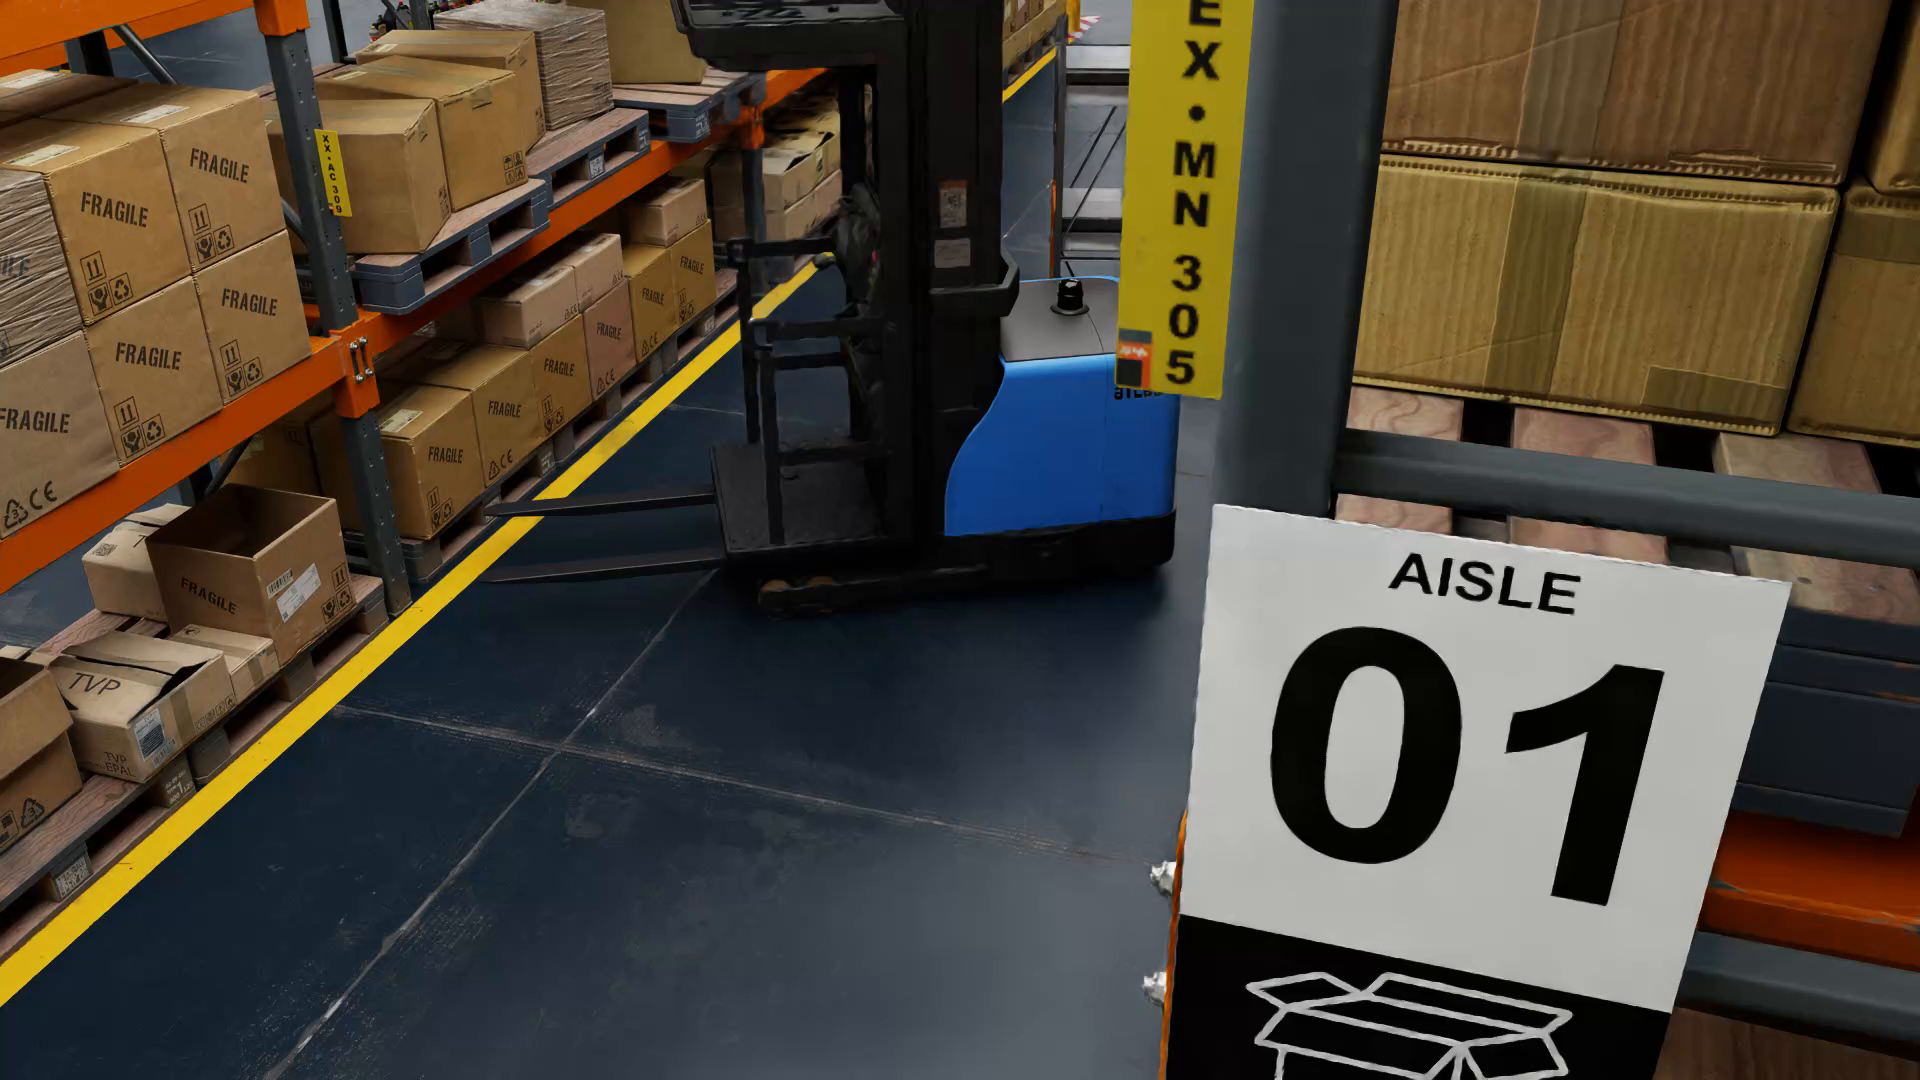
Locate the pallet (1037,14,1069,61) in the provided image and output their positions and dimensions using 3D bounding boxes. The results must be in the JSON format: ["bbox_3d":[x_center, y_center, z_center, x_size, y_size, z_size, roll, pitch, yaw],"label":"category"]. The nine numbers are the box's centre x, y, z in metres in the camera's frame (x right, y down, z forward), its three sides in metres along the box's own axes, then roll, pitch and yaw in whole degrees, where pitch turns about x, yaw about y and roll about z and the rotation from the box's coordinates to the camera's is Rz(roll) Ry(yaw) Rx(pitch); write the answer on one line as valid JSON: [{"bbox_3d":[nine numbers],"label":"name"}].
[{"bbox_3d":[0.459,-5.070,16.646,1.003,0.211,1.213,8,30,15],"label":"pallet"}]

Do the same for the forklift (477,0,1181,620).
[{"bbox_3d":[-0.611,-1.219,6.927,3.031,2.935,1.130,-6,30,-10],"label":"forklift"}]

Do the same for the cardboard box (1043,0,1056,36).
[{"bbox_3d":[0.633,-5.106,16.240,0.500,0.250,0.500,8,30,15],"label":"cardboard box"}]

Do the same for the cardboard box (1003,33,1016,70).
[{"bbox_3d":[0.199,-4.408,14.985,0.500,0.250,0.500,8,30,15],"label":"cardboard box"}]

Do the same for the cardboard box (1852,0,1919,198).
[{"bbox_3d":[1.129,-0.614,1.530,0.500,0.500,0.500,7,30,13],"label":"cardboard box"}]

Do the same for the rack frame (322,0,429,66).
[{"bbox_3d":[-5.265,-5.499,14.550,1.000,3.000,0.127,8,30,15],"label":"rack frame"}]

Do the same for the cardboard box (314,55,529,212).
[{"bbox_3d":[-2.385,-1.817,7.396,0.700,0.500,0.500,13,32,23],"label":"cardboard box"}]

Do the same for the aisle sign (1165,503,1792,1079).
[{"bbox_3d":[0.376,0.346,1.369,0.394,0.787,0.004,8,30,15],"label":"aisle sign"}]

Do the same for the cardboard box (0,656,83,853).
[{"bbox_3d":[-3.425,0.700,5.522,0.797,0.503,0.637,8,30,15],"label":"cardboard box"}]

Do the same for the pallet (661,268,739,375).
[{"bbox_3d":[-1.960,-1.372,9.999,1.003,0.211,1.213,8,30,15],"label":"pallet"}]

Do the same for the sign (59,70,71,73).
[{"bbox_3d":[-3.410,-1.656,6.451,0.100,0.325,0.005,8,30,15],"label":"sign"}]

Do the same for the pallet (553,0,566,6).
[{"bbox_3d":[-4.312,-5.721,17.816,1.003,0.211,1.213,8,30,15],"label":"pallet"}]

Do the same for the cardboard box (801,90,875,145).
[{"bbox_3d":[-0.822,-3.081,12.023,0.500,0.311,0.500,8,30,14],"label":"cardboard box"}]

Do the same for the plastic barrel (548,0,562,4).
[{"bbox_3d":[-4.358,-5.905,17.406,0.421,0.512,0.421,0,29,0],"label":"plastic barrel"}]

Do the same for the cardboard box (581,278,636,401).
[{"bbox_3d":[-2.055,-1.078,8.722,0.500,0.500,0.500,7,30,13],"label":"cardboard box"}]

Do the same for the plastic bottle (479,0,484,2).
[{"bbox_3d":[-4.921,-5.560,17.013,0.097,0.271,0.097,0,29,0],"label":"plastic bottle"}]

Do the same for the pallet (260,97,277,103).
[{"bbox_3d":[-5.814,-3.341,13.539,1.003,0.211,1.213,8,30,15],"label":"pallet"}]

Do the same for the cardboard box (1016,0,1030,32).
[{"bbox_3d":[0.343,-4.969,15.221,0.500,0.500,0.500,8,30,15],"label":"cardboard box"}]

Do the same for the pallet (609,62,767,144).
[{"bbox_3d":[-1.837,-2.523,9.397,1.213,0.211,1.003,8,30,15],"label":"pallet"}]

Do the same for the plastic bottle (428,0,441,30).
[{"bbox_3d":[-5.095,-5.081,16.141,0.061,0.283,0.133,8,30,15],"label":"plastic bottle"}]

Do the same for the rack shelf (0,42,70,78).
[{"bbox_3d":[-7.026,-2.397,9.712,1.077,0.370,4.000,8,30,15],"label":"rack shelf"}]

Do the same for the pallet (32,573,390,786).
[{"bbox_3d":[-3.081,0.465,6.698,1.003,0.211,1.213,8,30,15],"label":"pallet"}]

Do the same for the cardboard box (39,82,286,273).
[{"bbox_3d":[-2.780,-1.282,5.837,0.500,0.500,0.500,9,30,15],"label":"cardboard box"}]

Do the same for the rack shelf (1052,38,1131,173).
[{"bbox_3d":[0.659,-2.066,7.892,0.431,0.518,0.480,1,29,1],"label":"rack shelf"}]

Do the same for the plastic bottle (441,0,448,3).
[{"bbox_3d":[-5.110,-5.260,16.474,0.097,0.271,0.097,0,29,0],"label":"plastic bottle"}]

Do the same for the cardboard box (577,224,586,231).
[{"bbox_3d":[-2.260,-1.617,9.690,0.500,0.500,0.500,7,30,13],"label":"cardboard box"}]

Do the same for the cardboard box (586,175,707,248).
[{"bbox_3d":[-1.767,-1.864,9.363,0.500,0.250,0.500,10,31,17],"label":"cardboard box"}]

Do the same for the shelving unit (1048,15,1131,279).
[{"bbox_3d":[0.659,-1.466,8.225,0.431,2.100,0.503,1,29,1],"label":"shelving unit"}]

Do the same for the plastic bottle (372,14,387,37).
[{"bbox_3d":[-5.439,-4.775,15.590,0.061,0.283,0.133,10,31,17],"label":"plastic bottle"}]

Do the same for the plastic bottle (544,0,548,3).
[{"bbox_3d":[-4.211,-5.411,16.818,0.097,0.201,0.097,0,29,0],"label":"plastic bottle"}]

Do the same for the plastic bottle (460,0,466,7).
[{"bbox_3d":[-5.021,-5.401,16.727,0.097,0.271,0.097,0,29,0],"label":"plastic bottle"}]

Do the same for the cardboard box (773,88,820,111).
[{"bbox_3d":[-1.340,-3.147,12.140,0.500,0.311,0.500,9,30,16],"label":"cardboard box"}]

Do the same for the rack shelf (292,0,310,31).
[{"bbox_3d":[-2.292,-2.999,7.710,1.077,0.370,4.000,8,30,15],"label":"rack shelf"}]

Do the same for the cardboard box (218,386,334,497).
[{"bbox_3d":[-3.008,-0.443,7.580,0.500,0.500,0.500,8,30,15],"label":"cardboard box"}]

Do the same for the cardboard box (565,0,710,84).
[{"bbox_3d":[-1.782,-2.850,9.253,0.700,0.500,0.500,-1,29,-2],"label":"cardboard box"}]

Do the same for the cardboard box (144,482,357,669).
[{"bbox_3d":[-2.775,0.132,6.545,0.500,0.500,0.500,8,30,15],"label":"cardboard box"}]

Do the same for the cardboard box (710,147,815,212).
[{"bbox_3d":[-1.270,-2.360,10.727,0.500,0.311,0.500,10,30,17],"label":"cardboard box"}]

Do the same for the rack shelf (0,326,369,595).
[{"bbox_3d":[-3.466,0.171,5.097,1.077,0.370,4.000,8,30,15],"label":"rack shelf"}]

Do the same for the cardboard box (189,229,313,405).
[{"bbox_3d":[-2.780,-0.848,6.085,0.500,0.500,0.500,9,30,16],"label":"cardboard box"}]

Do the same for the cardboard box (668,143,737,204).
[{"bbox_3d":[-1.786,-2.437,10.865,0.500,0.311,0.500,9,30,16],"label":"cardboard box"}]

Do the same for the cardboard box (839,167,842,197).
[{"bbox_3d":[-0.977,-2.591,11.719,0.500,0.250,0.500,8,30,14],"label":"cardboard box"}]

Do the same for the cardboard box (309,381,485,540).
[{"bbox_3d":[-2.504,-0.363,7.435,0.500,0.500,0.500,7,30,13],"label":"cardboard box"}]

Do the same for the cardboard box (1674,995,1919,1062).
[{"bbox_3d":[1.027,0.782,2.950,0.980,0.700,0.700,8,30,14],"label":"cardboard box"}]
